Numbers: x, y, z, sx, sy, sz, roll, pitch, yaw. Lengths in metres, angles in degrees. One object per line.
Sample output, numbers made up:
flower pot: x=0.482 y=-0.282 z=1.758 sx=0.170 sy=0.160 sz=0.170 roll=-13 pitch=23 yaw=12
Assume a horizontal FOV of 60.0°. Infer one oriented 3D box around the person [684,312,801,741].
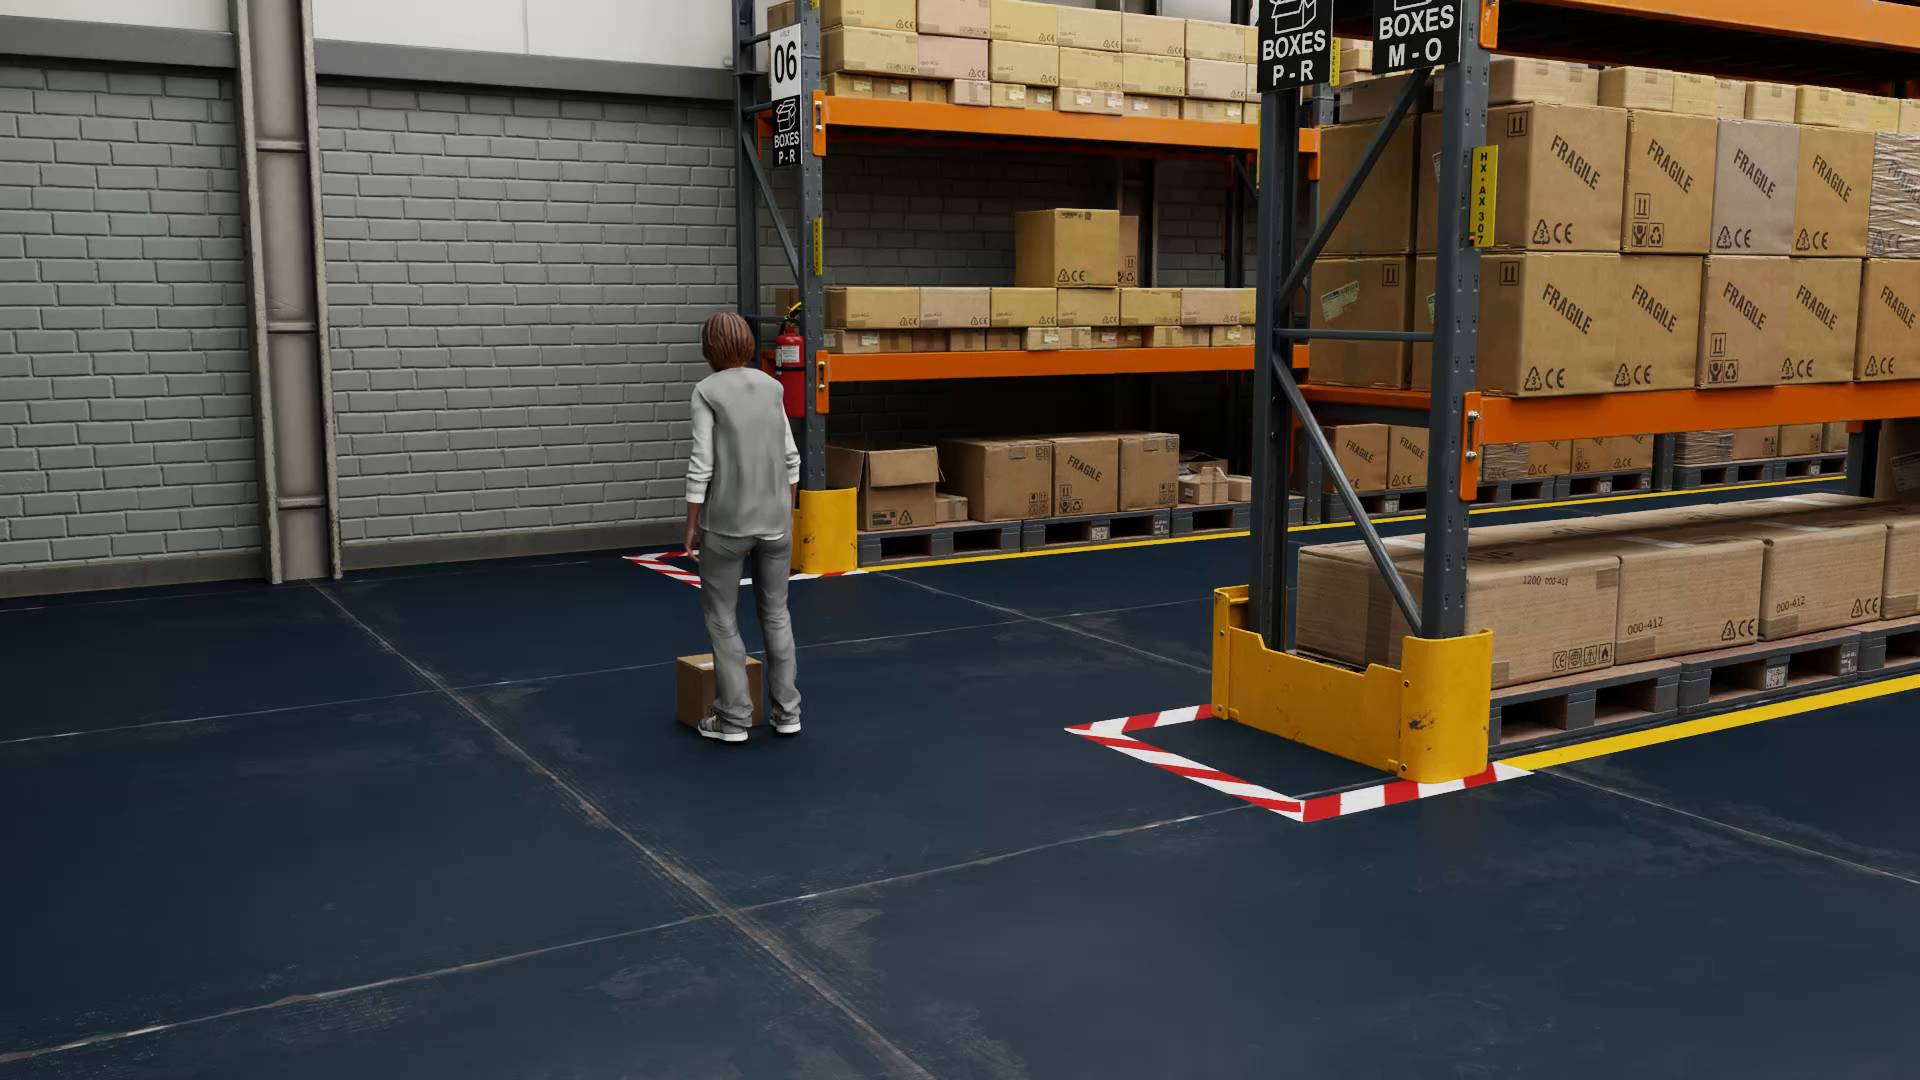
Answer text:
person: x=-0.799 y=-0.045 z=6.178 sx=0.473 sy=1.592 sz=0.346 roll=-6 pitch=10 yaw=-34
